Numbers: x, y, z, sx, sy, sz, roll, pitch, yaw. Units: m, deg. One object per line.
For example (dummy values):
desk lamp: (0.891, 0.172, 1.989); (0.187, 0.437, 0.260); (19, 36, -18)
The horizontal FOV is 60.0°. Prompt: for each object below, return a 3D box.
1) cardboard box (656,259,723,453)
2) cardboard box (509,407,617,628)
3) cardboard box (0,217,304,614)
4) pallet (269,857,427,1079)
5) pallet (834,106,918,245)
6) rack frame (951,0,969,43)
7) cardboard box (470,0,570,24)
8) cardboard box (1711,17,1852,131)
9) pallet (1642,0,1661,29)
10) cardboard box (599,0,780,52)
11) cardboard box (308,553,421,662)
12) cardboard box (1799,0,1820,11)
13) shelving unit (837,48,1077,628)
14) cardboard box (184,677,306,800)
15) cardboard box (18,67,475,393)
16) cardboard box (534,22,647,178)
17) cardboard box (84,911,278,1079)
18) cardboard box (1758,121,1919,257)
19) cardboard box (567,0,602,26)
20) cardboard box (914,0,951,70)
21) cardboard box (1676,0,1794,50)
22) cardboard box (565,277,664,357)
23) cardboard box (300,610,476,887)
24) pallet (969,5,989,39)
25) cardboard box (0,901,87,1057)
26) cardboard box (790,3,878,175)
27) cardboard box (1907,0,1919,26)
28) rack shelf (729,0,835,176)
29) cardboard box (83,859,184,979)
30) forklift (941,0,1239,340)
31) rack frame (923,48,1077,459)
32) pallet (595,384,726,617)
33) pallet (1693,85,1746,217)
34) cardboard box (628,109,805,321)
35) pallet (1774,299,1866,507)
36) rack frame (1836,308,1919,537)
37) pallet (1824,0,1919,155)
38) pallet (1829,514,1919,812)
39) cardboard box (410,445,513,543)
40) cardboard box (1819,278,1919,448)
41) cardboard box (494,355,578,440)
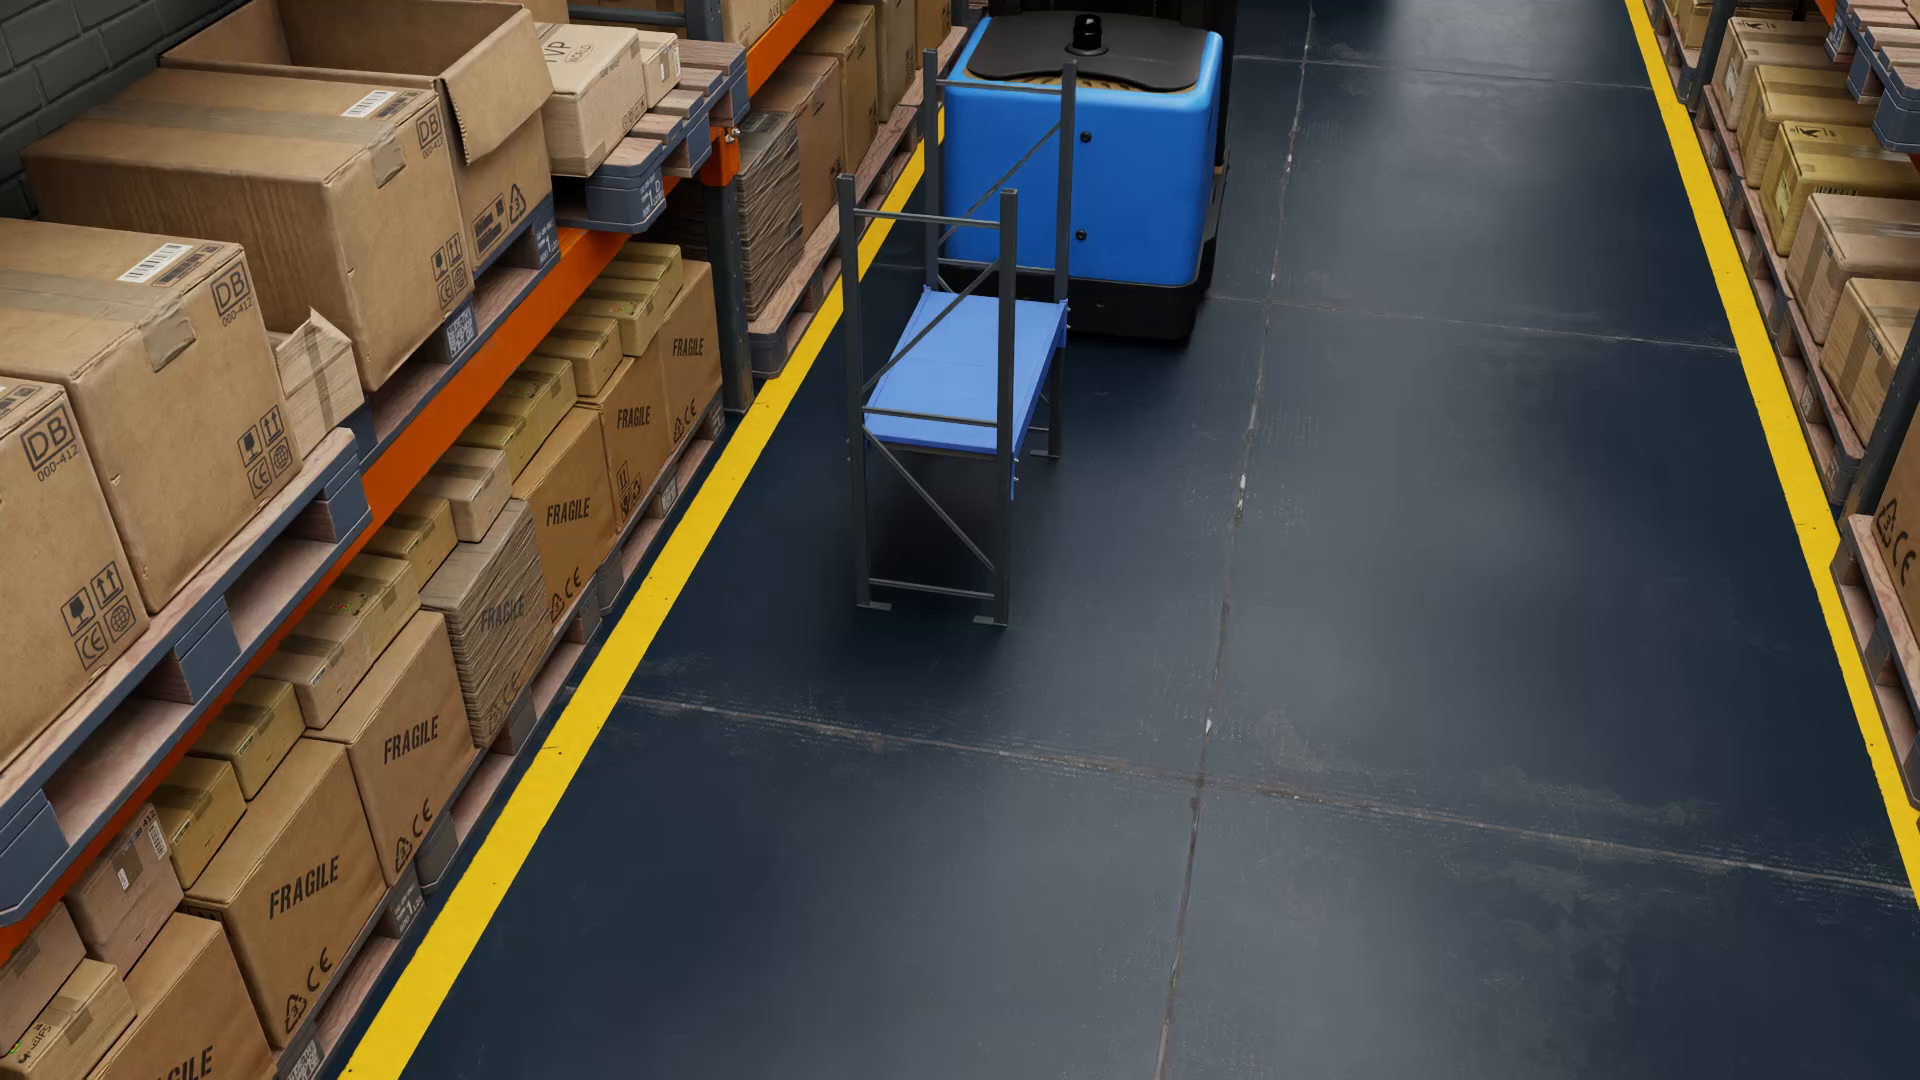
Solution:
cardboard box: (-1.185, -0.679, 5.903); (0.500, 0.500, 0.500); (8, 37, 11)
cardboard box: (-1.411, -0.093, 5.094); (0.500, 0.500, 0.500); (9, 37, 12)
cardboard box: (-1.726, -0.254, 3.101); (0.700, 0.500, 0.500); (8, 37, 10)
pallet: (-2.022, 1.161, 3.968); (1.003, 0.211, 1.213); (7, 37, 10)
pallet: (-0.828, -1.825, 8.089); (1.003, 0.211, 1.213); (7, 37, 10)
rack frame: (-0.450, -4.083, 8.828); (1.000, 3.000, 0.127); (7, 37, 10)
cardboard box: (-1.567, -1.725, 5.131); (0.500, 0.500, 0.500); (9, 37, 12)
cardboard box: (4.290, -2.268, 8.205); (0.950, 0.372, 0.625); (8, 37, 11)
pallet: (4.767, -3.425, 10.296); (1.003, 0.211, 1.213); (7, 37, 10)
cardboard box: (-0.971, -1.953, 6.017); (0.500, 0.250, 0.500); (7, 37, 10)
cardboard box: (-1.605, 0.154, 4.201); (0.380, 0.149, 0.250); (9, 37, 12)
cardboard box: (4.790, -3.128, 8.856); (0.500, 0.500, 0.500); (9, 37, 12)
shelving unit: (0.018, -0.656, 5.377); (0.538, 1.500, 1.048); (7, 37, 10)
cardboard box: (-1.750, 0.434, 3.814); (0.380, 0.149, 0.250); (7, 36, 9)
cardboard box: (-1.559, -0.704, 3.722); (0.700, 0.500, 0.500); (7, 37, 10)
cardboard box: (-1.214, -1.254, 4.694); (0.500, 0.250, 0.500); (6, 36, 8)
cardboard box: (-1.836, 1.096, 3.454); (0.500, 0.500, 0.500); (9, 37, 12)
cardboard box: (3.993, -1.457, 7.085); (0.950, 0.372, 0.625); (8, 37, 12)
cardboard box: (-1.458, -2.019, 6.108); (0.500, 0.250, 0.500); (7, 36, 9)
cardboard box: (-0.551, -2.991, 8.987); (0.875, 0.625, 0.625); (9, 37, 12)
cardboard box: (4.263, -2.893, 9.170); (0.500, 0.250, 0.500); (9, 37, 12)
cardboard box: (-1.191, -0.735, 5.428); (0.380, 0.149, 0.250); (6, 36, 8)
cardboard box: (-1.621, 0.504, 4.271); (0.500, 0.500, 0.500); (6, 36, 9)
pallet: (-0.239, -3.405, 10.268); (1.003, 0.211, 1.213); (7, 37, 10)
cardboard box: (-1.882, 0.782, 3.081); (0.380, 0.149, 0.250); (7, 36, 9)
cardboard box: (-0.882, -2.116, 7.779); (0.875, 0.625, 0.625); (6, 36, 8)
cardboard box: (3.382, -1.769, 5.491); (0.380, 0.149, 0.250); (7, 37, 10)
rack shelf: (-0.877, -2.645, 7.457); (1.077, 0.370, 4.000); (7, 37, 10)
cardboard box: (-1.839, 0.742, 3.390); (0.380, 0.149, 0.250); (6, 36, 9)
forklift: (0.716, -2.860, 7.198); (1.130, 2.935, 3.031); (7, 36, 9)
rack frame: (0.127, -0.948, 5.779); (0.500, 1.500, 0.032); (7, 37, 10)
pallet: (-1.501, -0.238, 5.898); (1.003, 0.211, 1.213); (7, 37, 10)
pallet: (4.235, -1.888, 8.175); (1.003, 0.211, 1.213); (7, 37, 10)
cardboard box: (-1.158, -1.355, 6.729); (0.875, 0.625, 0.625); (8, 37, 11)
pallet: (3.714, -0.489, 6.245); (1.003, 0.211, 1.213); (7, 37, 10)
rack frame: (3.545, -1.170, 4.808); (1.000, 3.000, 0.127); (7, 37, 10)
pallet: (3.594, -1.514, 5.447); (1.213, 0.211, 1.003); (7, 37, 10)
pallet: (3.303, 0.402, 5.016); (1.003, 0.211, 1.213); (7, 37, 10)
cardboard box: (-1.473, -0.139, 4.605); (0.380, 0.149, 0.250); (6, 36, 8)
cardboard box: (3.676, -0.599, 5.902); (0.950, 0.372, 0.625); (5, 36, 7)
cardboard box: (-1.391, -0.444, 5.026); (0.380, 0.149, 0.250); (8, 37, 11)
